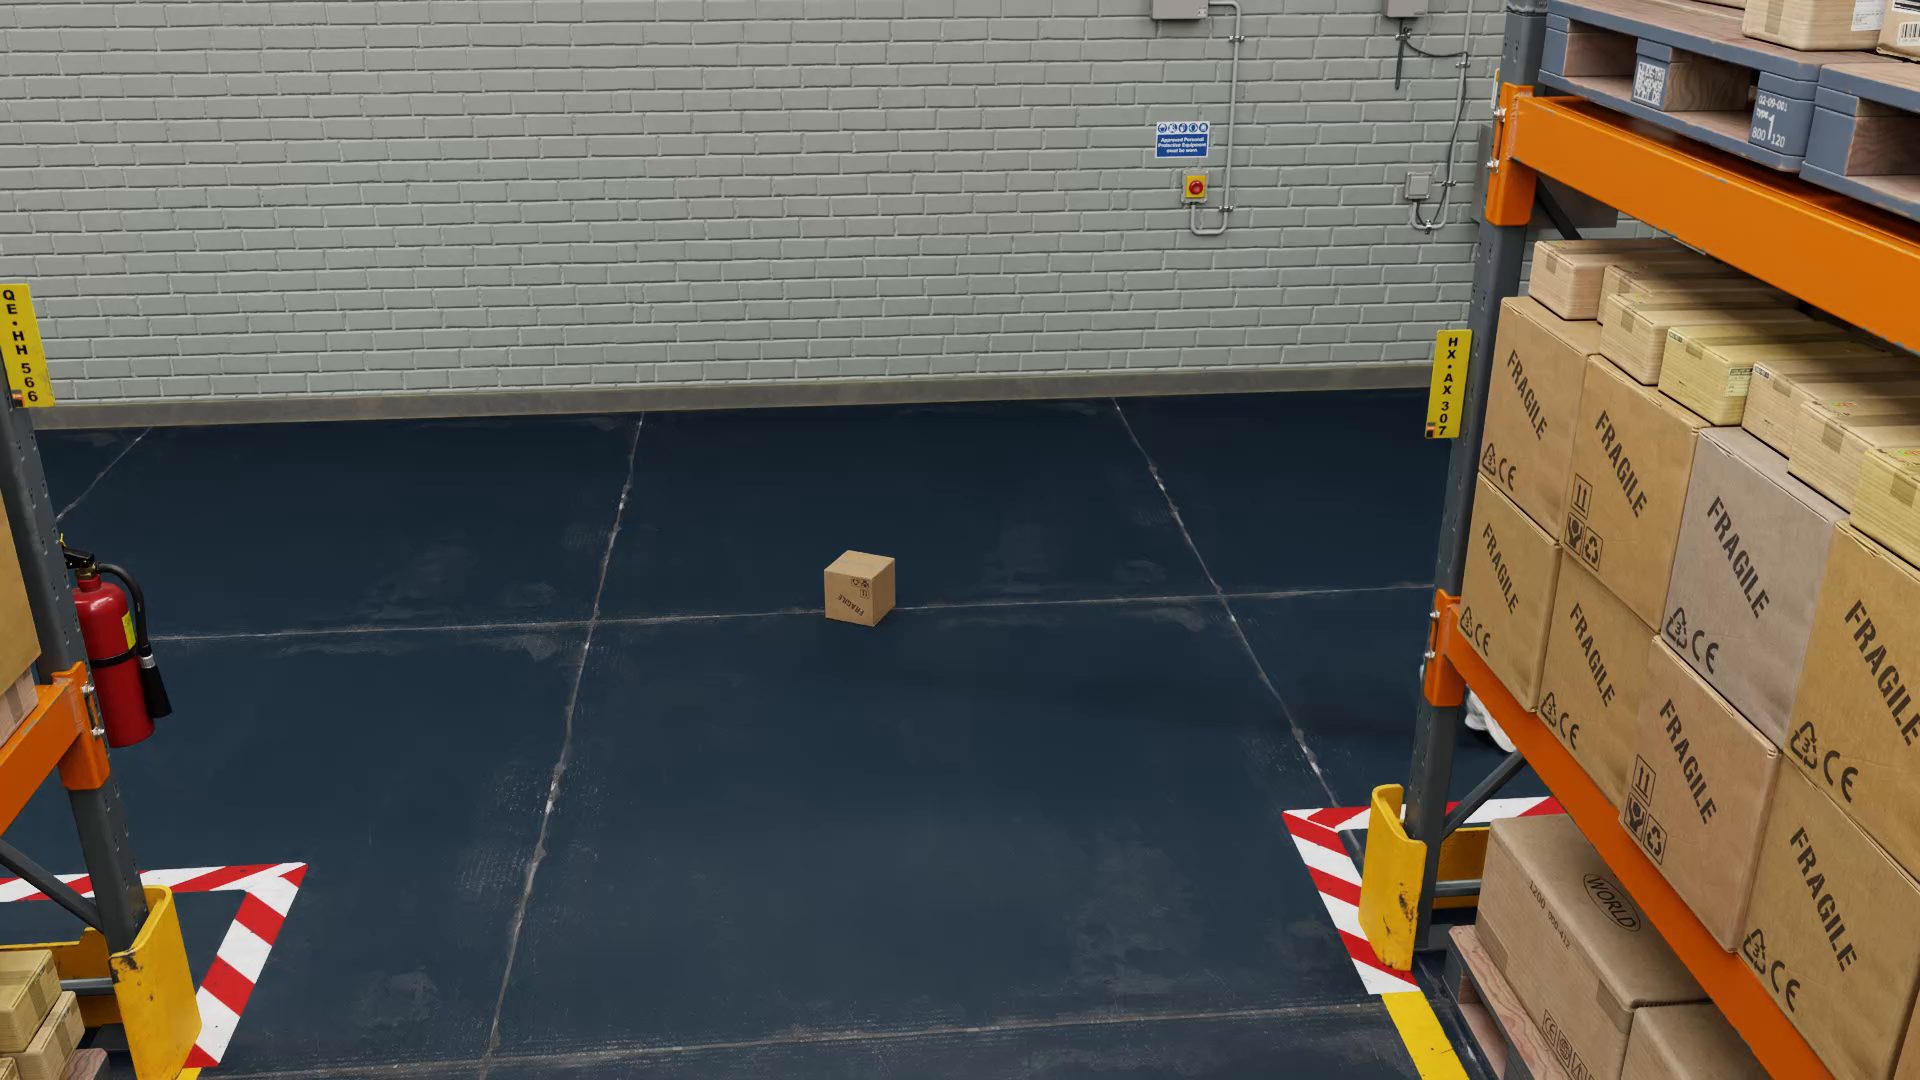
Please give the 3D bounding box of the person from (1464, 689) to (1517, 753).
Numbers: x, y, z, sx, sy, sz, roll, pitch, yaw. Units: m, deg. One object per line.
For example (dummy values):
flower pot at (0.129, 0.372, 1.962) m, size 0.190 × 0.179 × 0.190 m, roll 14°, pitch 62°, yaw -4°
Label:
person at (2.259, 0.038, 6.470) m, size 0.459 × 1.673 × 0.472 m, roll 6°, pitch 24°, yaw 13°
